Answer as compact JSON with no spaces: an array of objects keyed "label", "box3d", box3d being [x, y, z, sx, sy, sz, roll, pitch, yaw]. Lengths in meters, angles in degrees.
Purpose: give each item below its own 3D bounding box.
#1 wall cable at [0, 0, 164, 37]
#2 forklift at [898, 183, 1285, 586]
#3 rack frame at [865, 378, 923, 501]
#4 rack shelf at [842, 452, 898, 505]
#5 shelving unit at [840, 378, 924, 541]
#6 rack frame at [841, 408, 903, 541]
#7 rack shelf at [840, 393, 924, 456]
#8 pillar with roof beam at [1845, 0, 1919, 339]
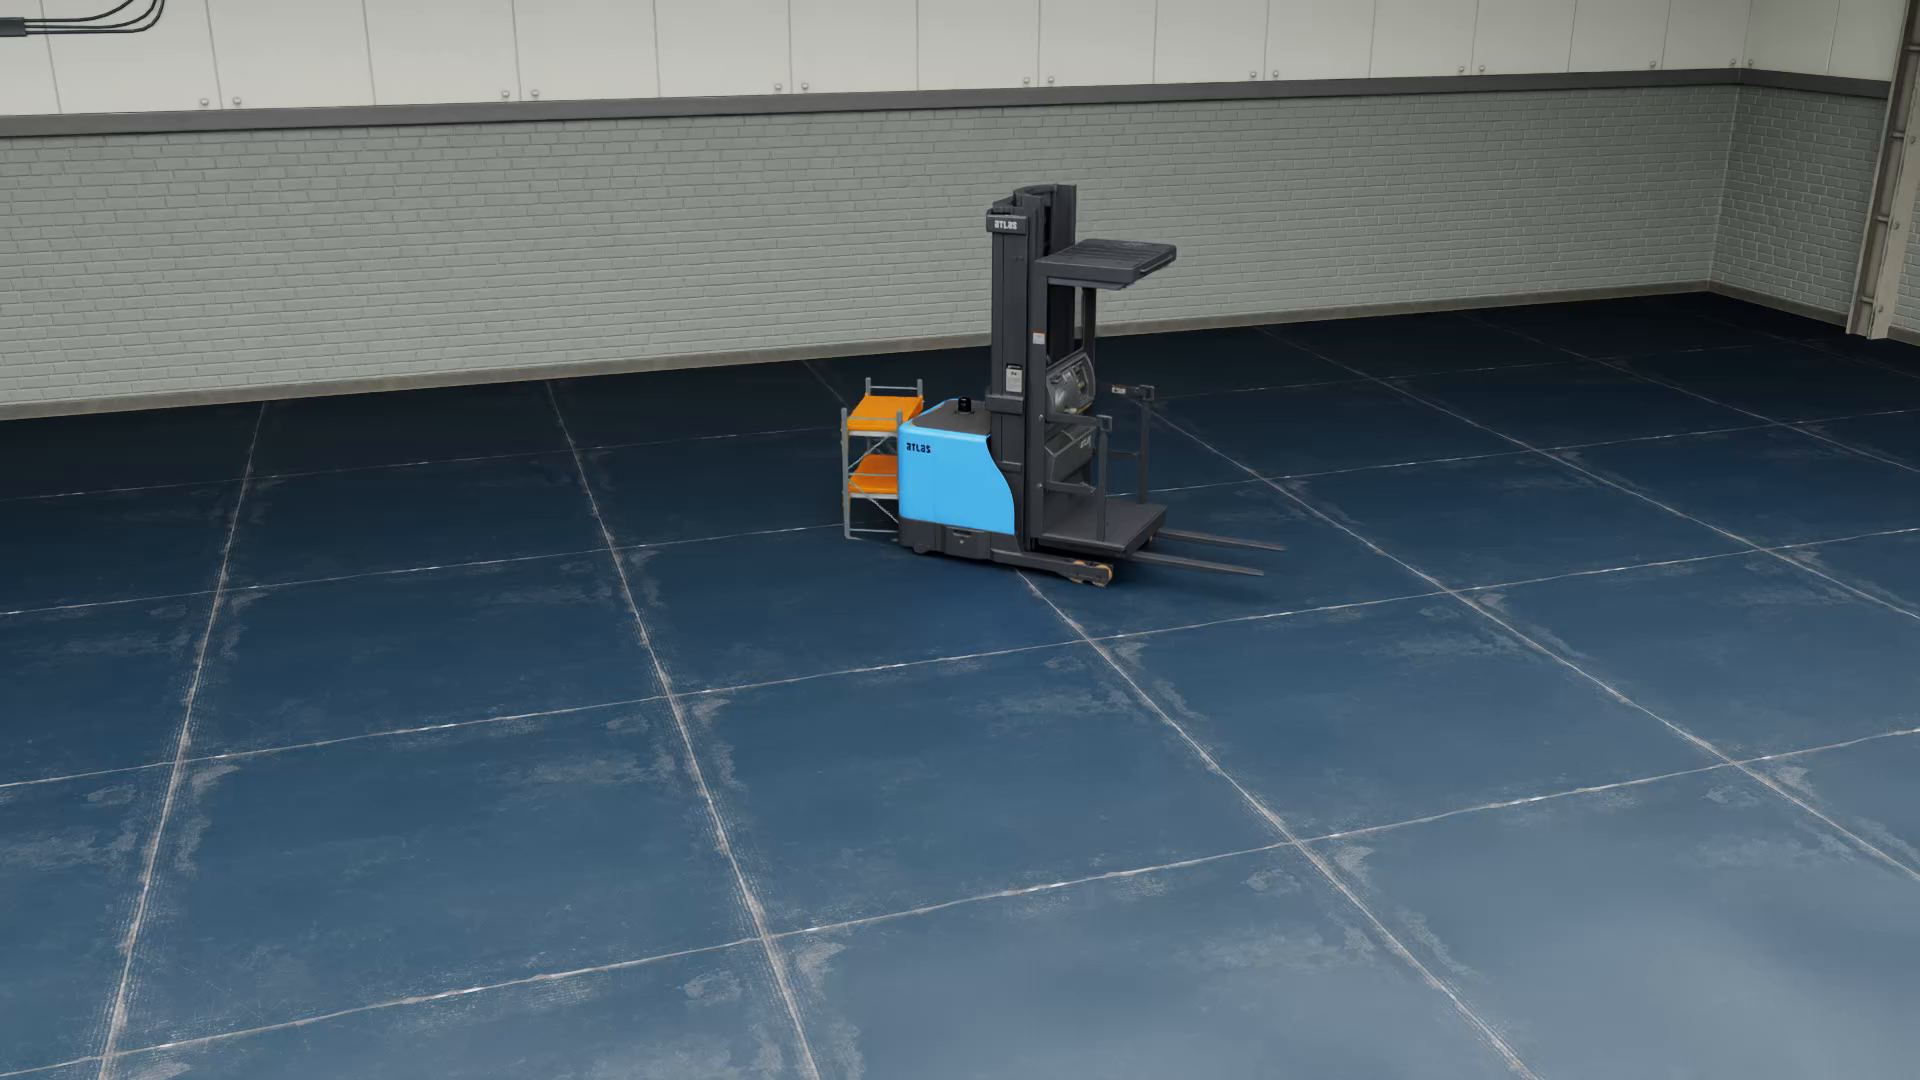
[{"label":"wall cable","box3d":[-9.009,-7.187,15.582,2.305,6.003,0.169,-6,21,-17]},{"label":"forklift","box3d":[1.051,-1.224,12.988,3.031,2.935,1.130,9,22,23]},{"label":"rack frame","box3d":[-0.576,-0.875,14.689,0.500,1.125,0.032,3,20,8]},{"label":"rack shelf","box3d":[-0.648,-0.475,14.298,0.538,0.278,1.000,3,20,8]},{"label":"shelving unit","box3d":[-0.648,-0.705,14.216,0.538,1.125,1.048,3,20,8]},{"label":"rack frame","box3d":[-0.719,-0.535,13.742,0.500,1.125,0.032,3,20,8]},{"label":"rack shelf","box3d":[-0.648,-0.981,14.117,0.538,0.278,1.000,3,20,8]},{"label":"pillar with roof beam","box3d":[7.461,-6.386,18.384,9.100,9.000,0.400,-6,21,-17]}]
